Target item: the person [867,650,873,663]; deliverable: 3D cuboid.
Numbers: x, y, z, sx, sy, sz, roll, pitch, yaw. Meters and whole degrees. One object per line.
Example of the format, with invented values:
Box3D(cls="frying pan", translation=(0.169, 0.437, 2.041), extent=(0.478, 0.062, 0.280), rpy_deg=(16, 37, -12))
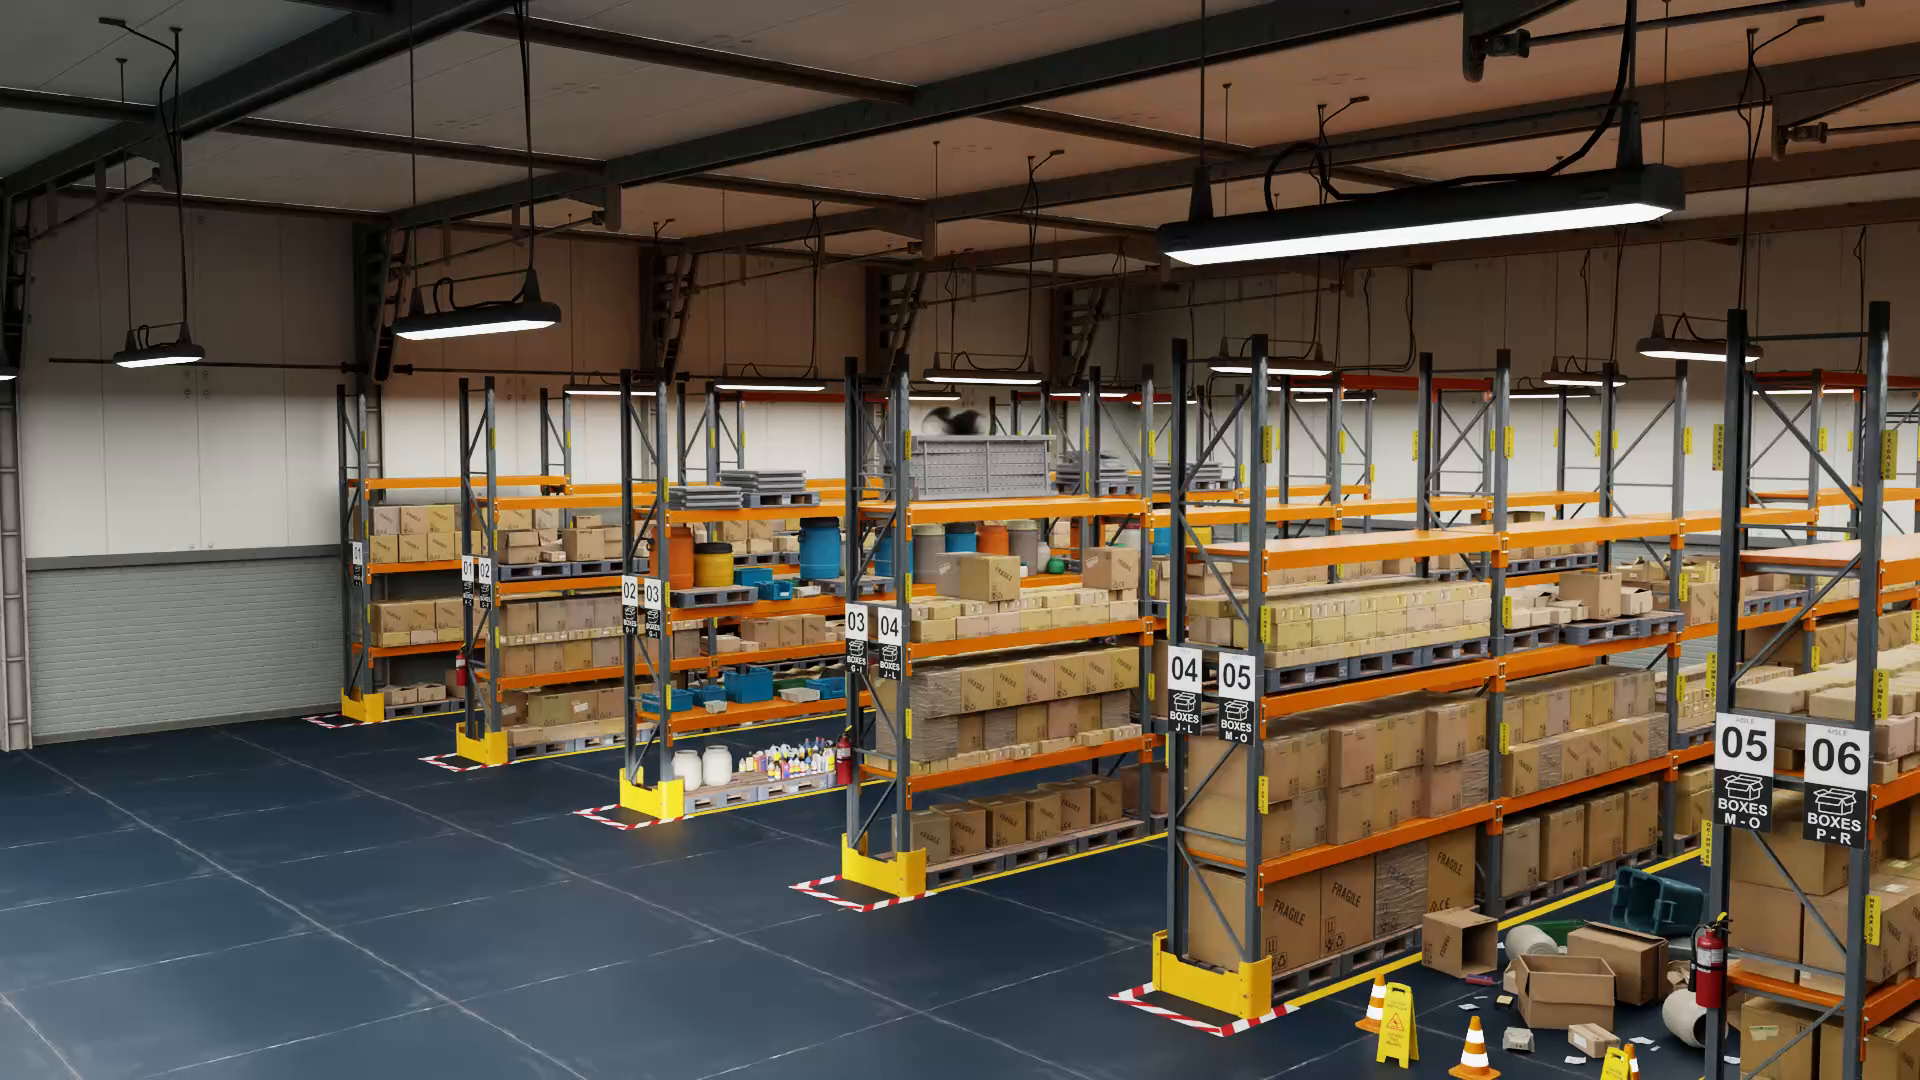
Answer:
Box3D(cls="person", translation=(-1.872, 2.060, 33.530), extent=(0.990, 1.794, 0.681), rpy_deg=(-3, 5, -41))
